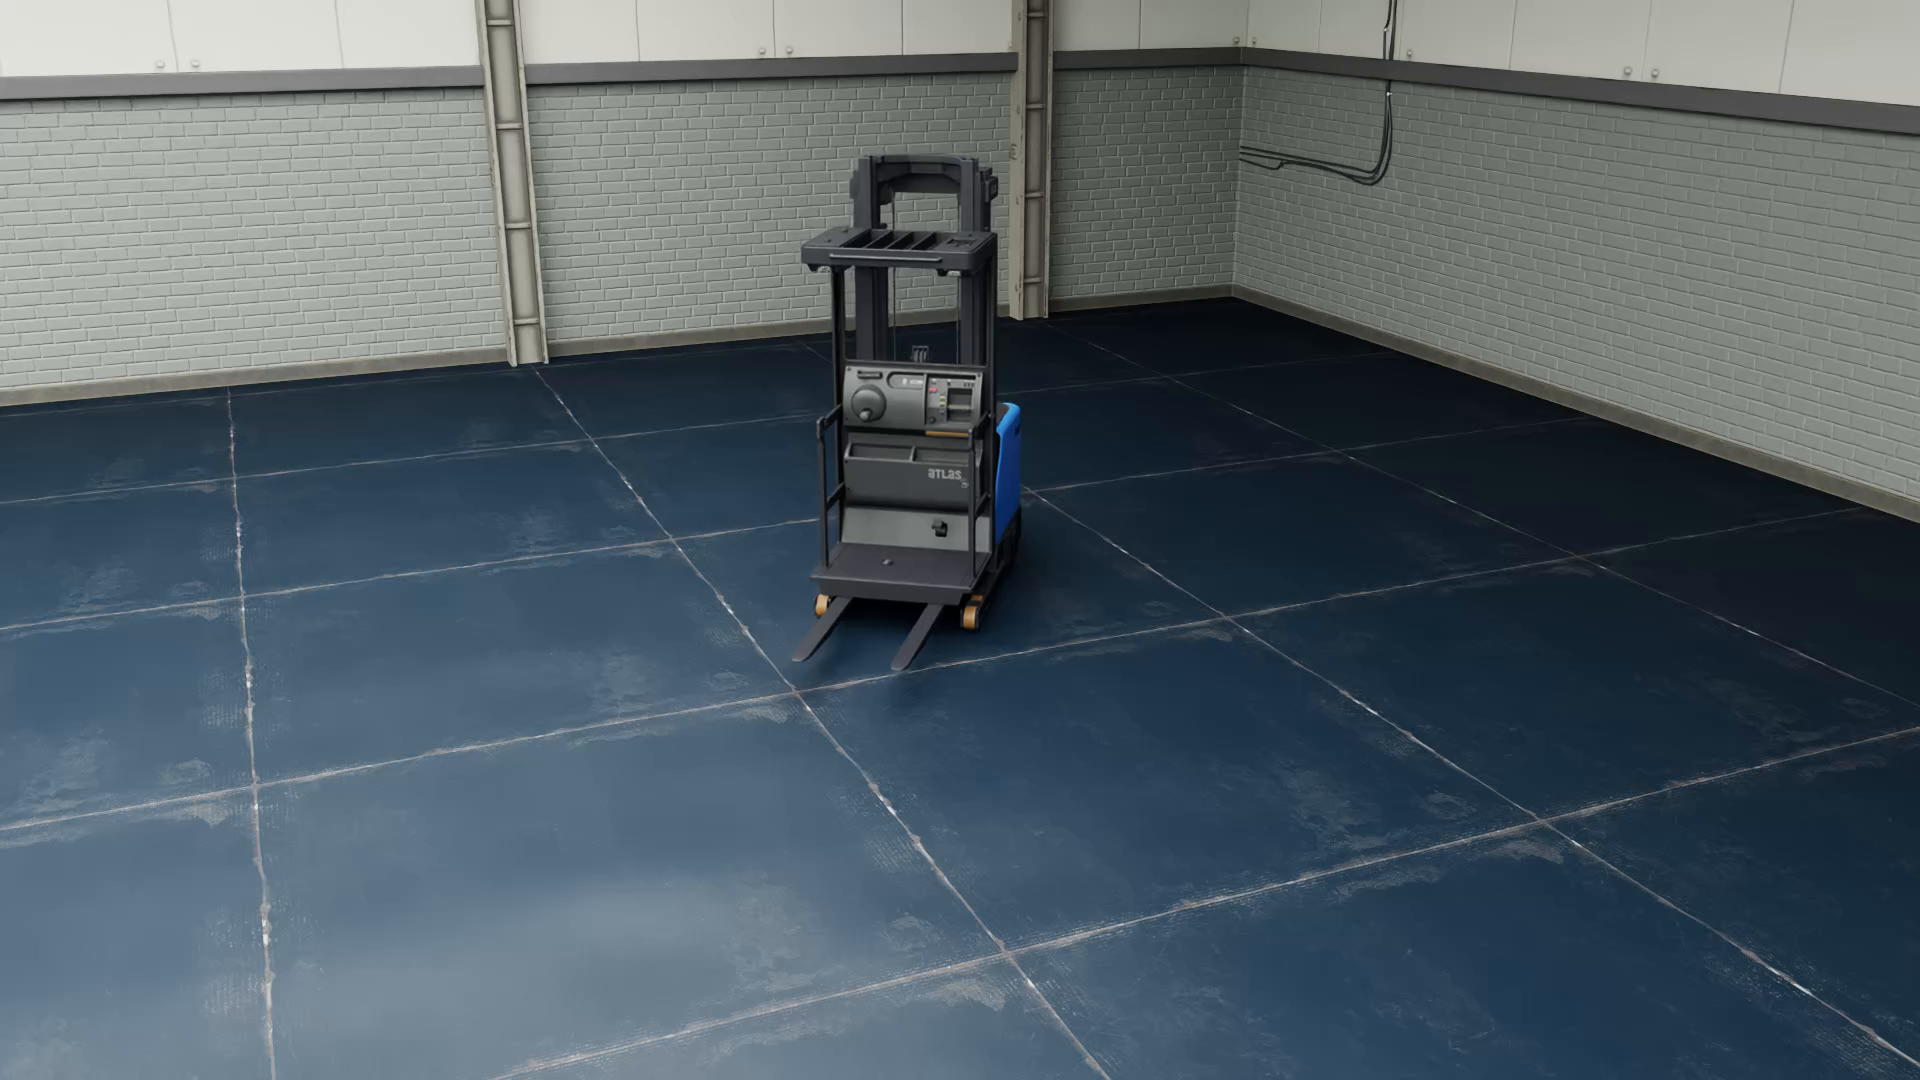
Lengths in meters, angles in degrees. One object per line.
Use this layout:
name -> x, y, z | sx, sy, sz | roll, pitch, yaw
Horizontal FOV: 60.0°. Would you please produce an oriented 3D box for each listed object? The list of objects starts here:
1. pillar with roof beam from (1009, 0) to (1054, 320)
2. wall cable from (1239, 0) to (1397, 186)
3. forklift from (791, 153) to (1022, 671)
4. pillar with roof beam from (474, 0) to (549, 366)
pillar with roof beam -> 2.539, -5.653, 15.027 | 0.400, 9.000, 9.100 | -8, 21, -22
wall cable -> 4.063, -5.485, 19.227 | 0.112, 2.526, 3.097 | -8, 21, -22
forklift -> -0.352, -0.927, 10.743 | 1.130, 2.935, 3.031 | 4, 20, 11
pillar with roof beam -> -2.970, -4.864, 12.785 | 0.400, 9.000, 9.100 | -8, 21, -22
